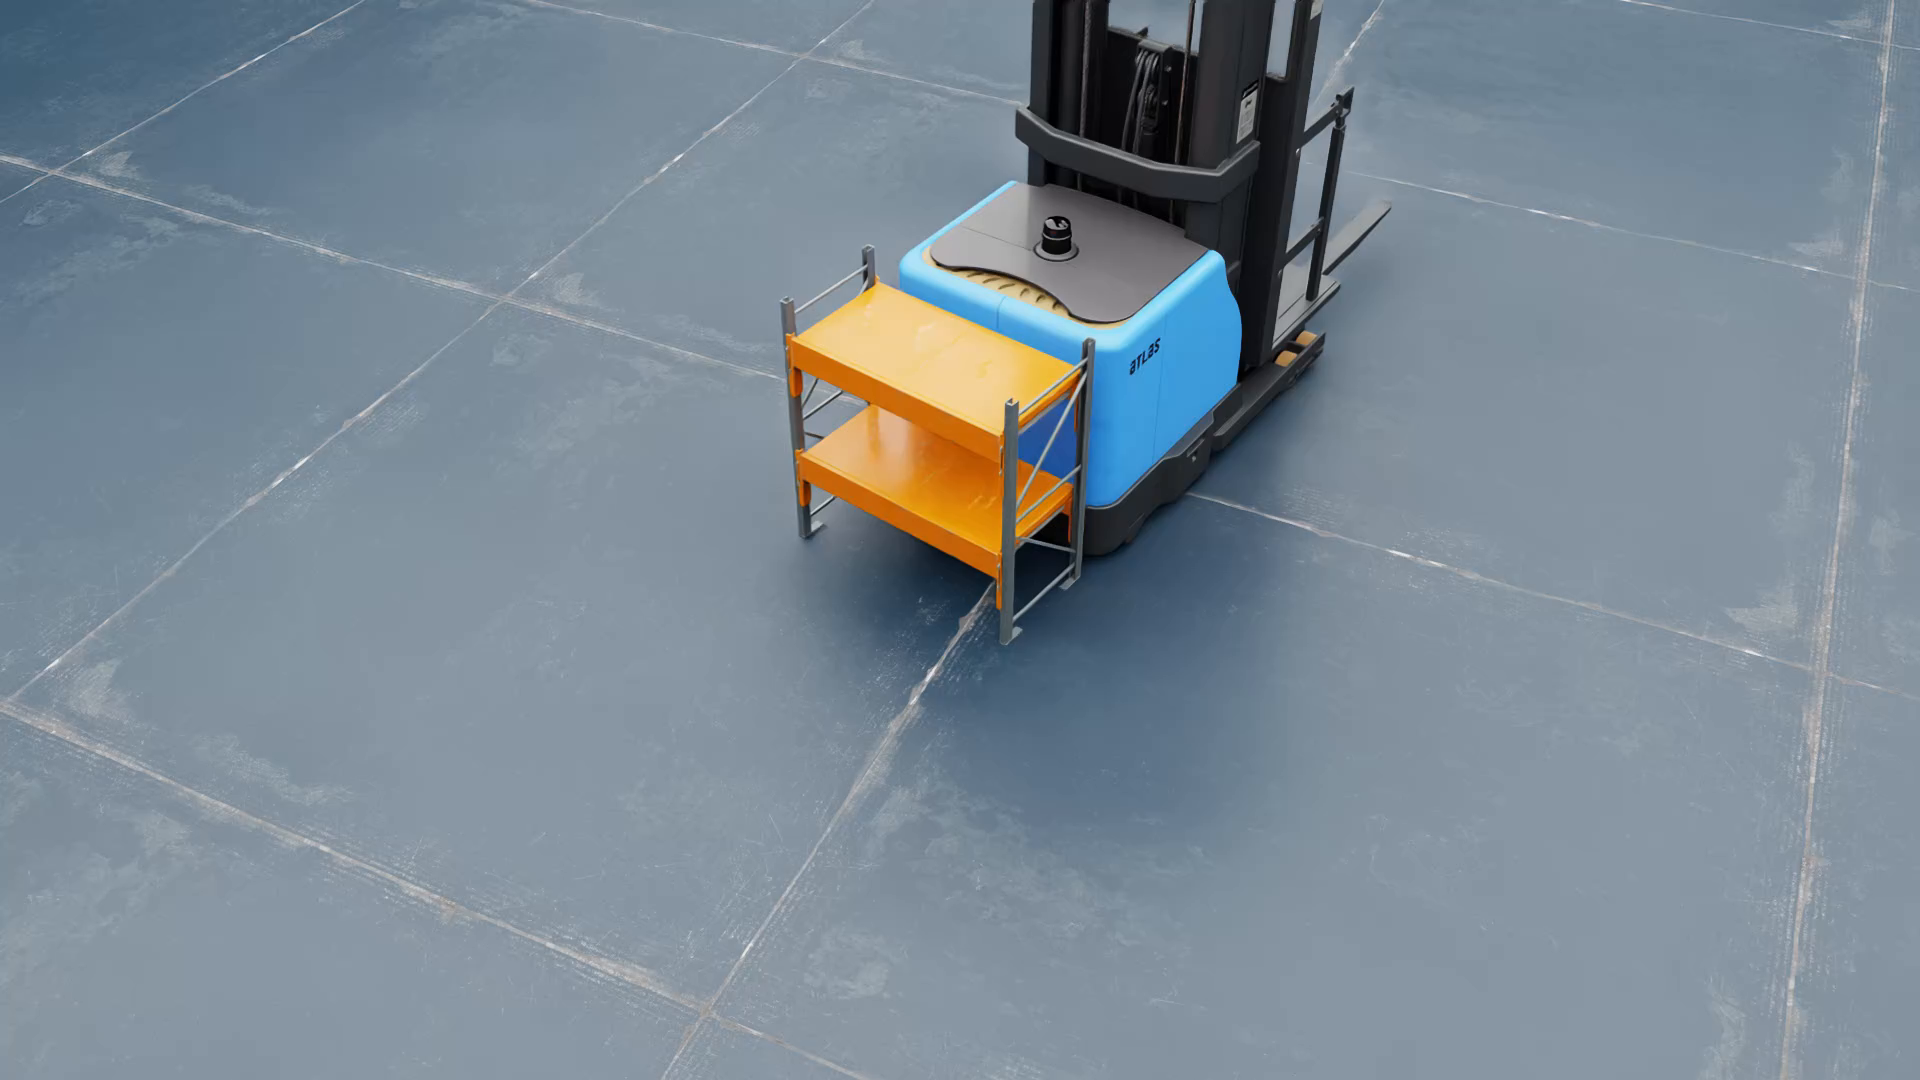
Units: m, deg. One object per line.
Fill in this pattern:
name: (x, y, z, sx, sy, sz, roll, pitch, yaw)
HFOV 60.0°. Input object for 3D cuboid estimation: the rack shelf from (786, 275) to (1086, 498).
rack shelf: (-0.087, -0.583, 6.117, 1.000, 0.278, 0.538, 27, 48, 28)

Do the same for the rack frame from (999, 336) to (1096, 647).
rack frame: (0.314, -0.157, 6.073, 0.032, 1.125, 0.500, 27, 48, 28)

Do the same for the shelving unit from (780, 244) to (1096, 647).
shelving unit: (-0.087, -0.362, 6.308, 1.048, 1.125, 0.538, 27, 48, 28)

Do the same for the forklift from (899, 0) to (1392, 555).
forklift: (1.021, -1.968, 6.783, 1.130, 2.935, 3.031, 25, 47, 26)

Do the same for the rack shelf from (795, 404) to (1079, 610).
rack shelf: (-0.087, -0.177, 6.469, 1.000, 0.278, 0.538, 27, 48, 28)

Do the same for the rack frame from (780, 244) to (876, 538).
rack frame: (-0.489, -0.566, 6.544, 0.032, 1.125, 0.500, 27, 48, 28)
